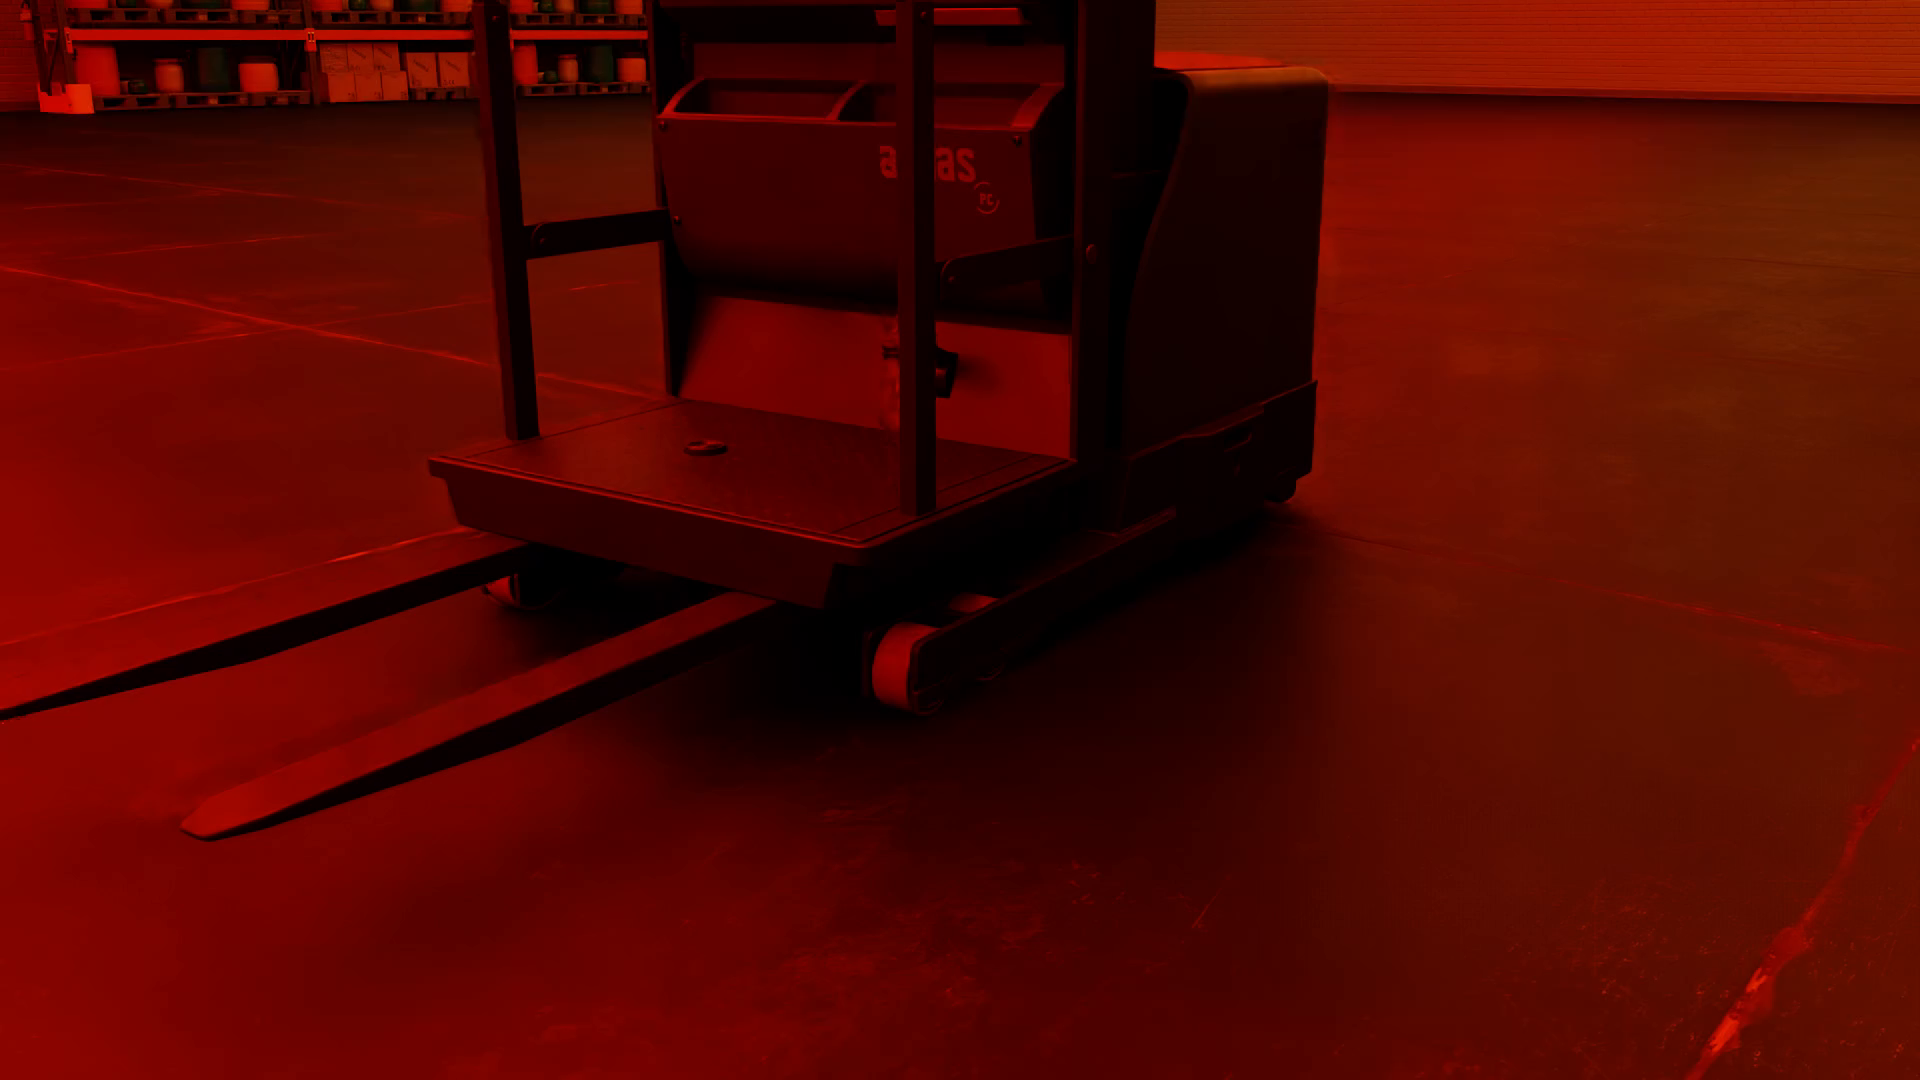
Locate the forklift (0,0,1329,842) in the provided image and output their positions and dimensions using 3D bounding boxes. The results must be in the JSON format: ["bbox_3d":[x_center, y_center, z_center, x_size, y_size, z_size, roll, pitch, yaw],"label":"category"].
[{"bbox_3d":[-0.334,-1.250,3.013,1.130,2.935,3.031,11,20,32],"label":"forklift"}]
